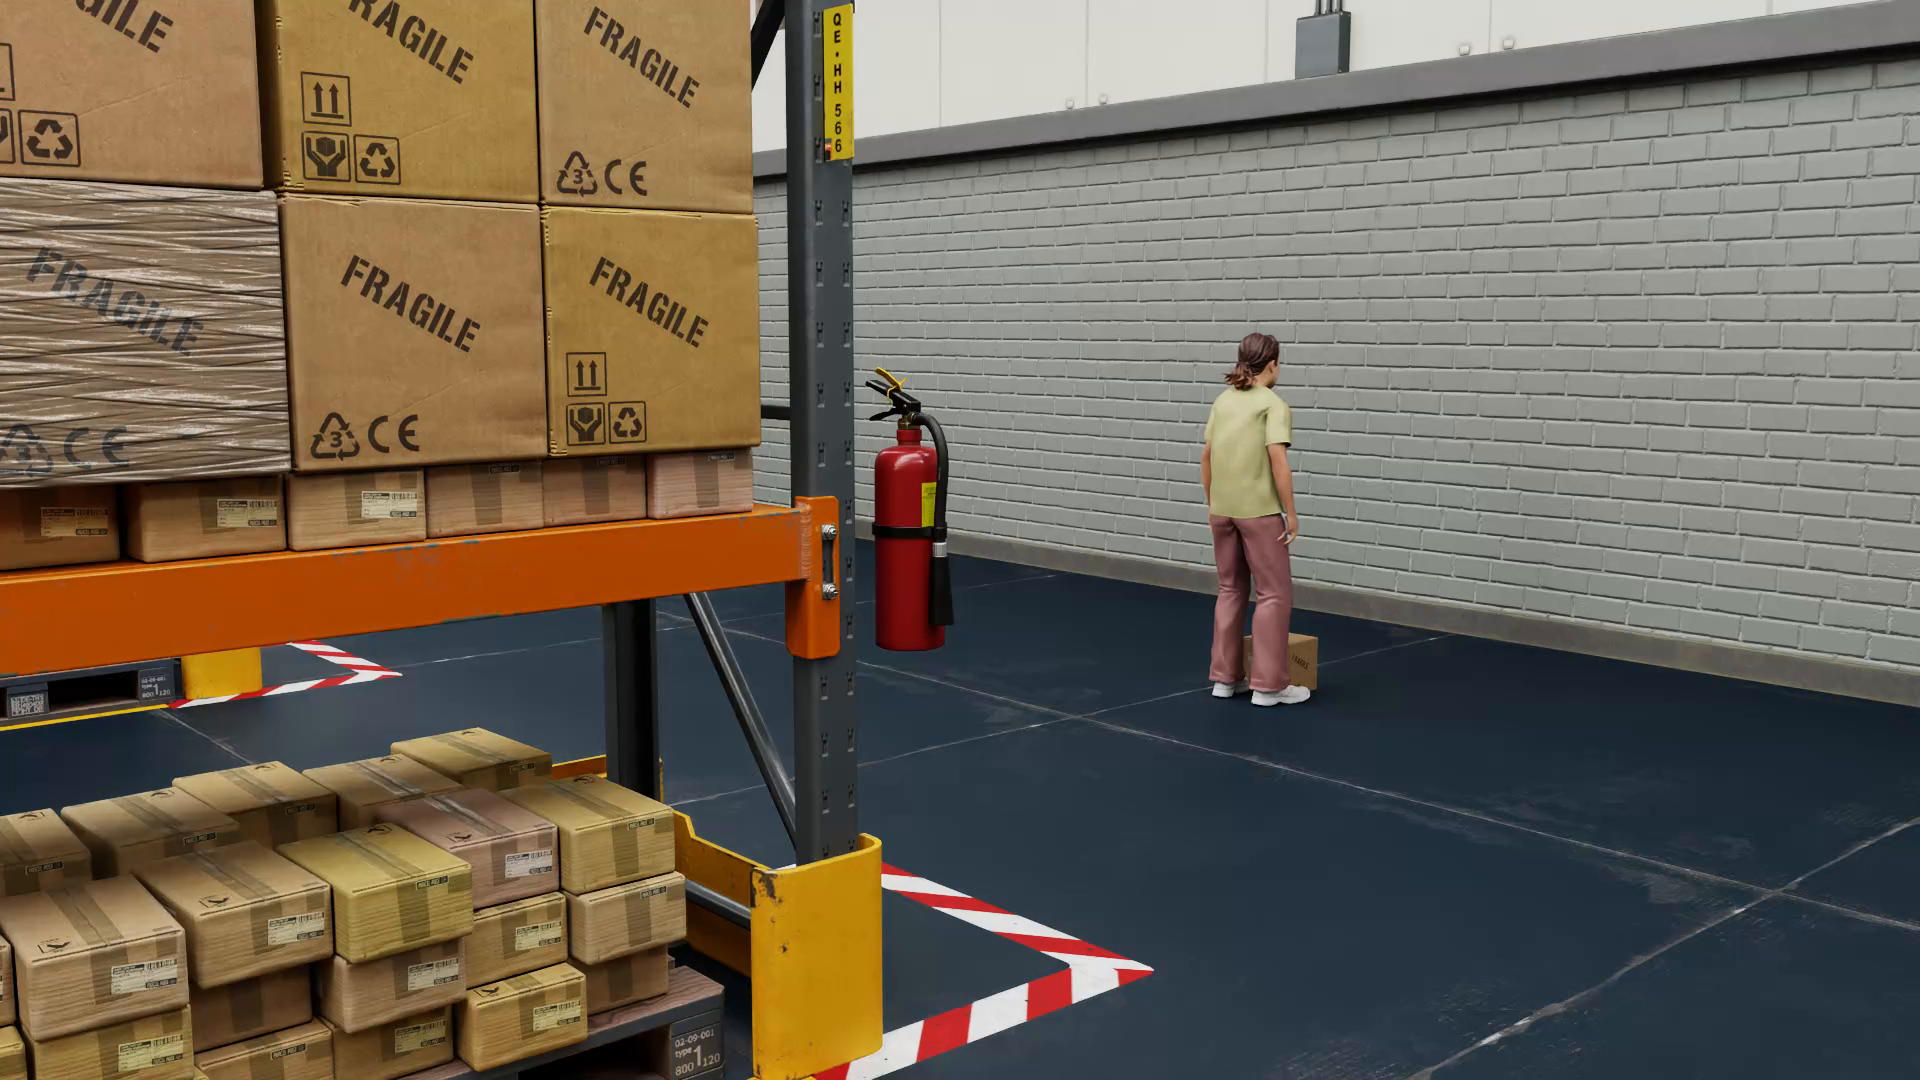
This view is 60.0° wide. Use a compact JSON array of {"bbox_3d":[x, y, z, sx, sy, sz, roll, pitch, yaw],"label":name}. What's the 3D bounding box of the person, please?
[{"bbox_3d":[1.328,-0.103,7.573,0.354,1.673,0.499,-7,10,-41],"label":"person"}]
